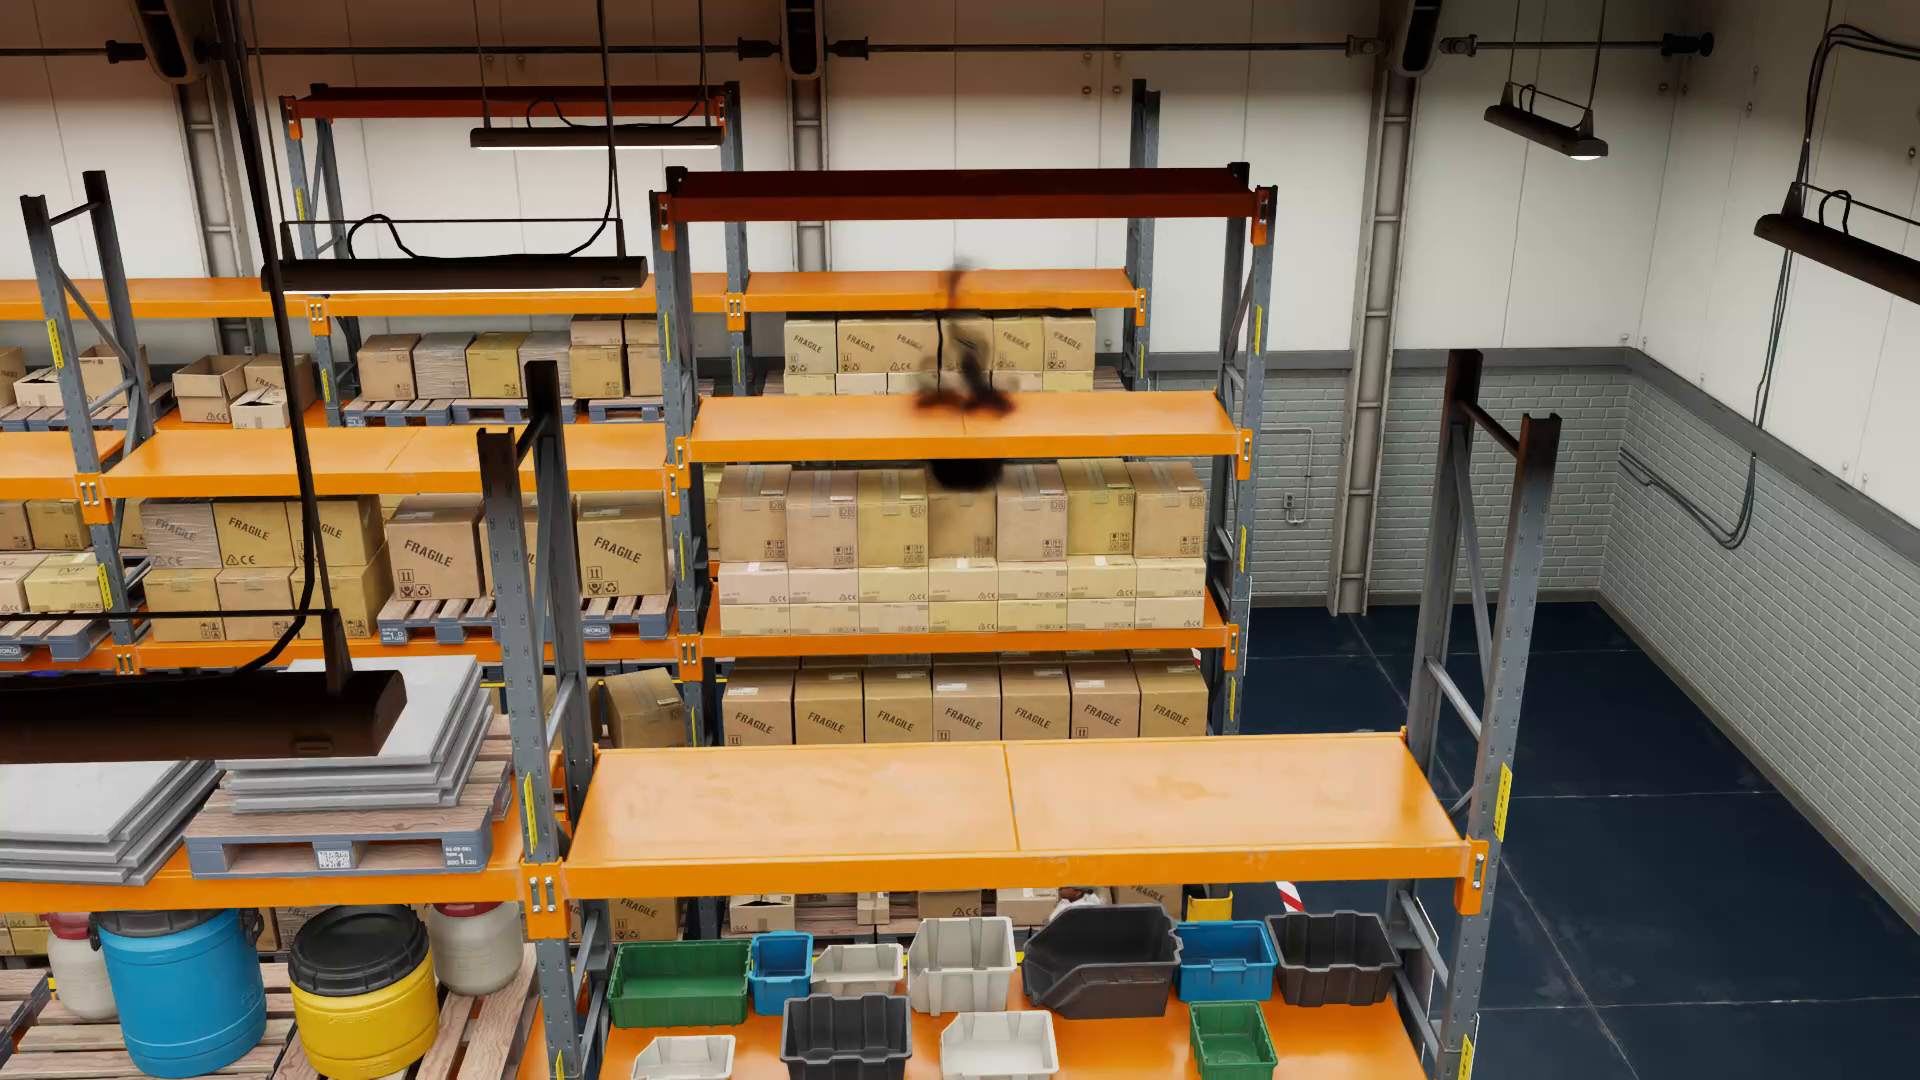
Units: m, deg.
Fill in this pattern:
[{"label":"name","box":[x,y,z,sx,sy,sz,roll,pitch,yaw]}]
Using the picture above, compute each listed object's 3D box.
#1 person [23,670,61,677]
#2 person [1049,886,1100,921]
[{"label":"person","box":[-8.133,1.680,14.936,0.867,1.632,0.568,-2,22,-6]},{"label":"person","box":[0.816,2.993,11.537,0.782,1.738,0.579,-4,22,-10]}]
